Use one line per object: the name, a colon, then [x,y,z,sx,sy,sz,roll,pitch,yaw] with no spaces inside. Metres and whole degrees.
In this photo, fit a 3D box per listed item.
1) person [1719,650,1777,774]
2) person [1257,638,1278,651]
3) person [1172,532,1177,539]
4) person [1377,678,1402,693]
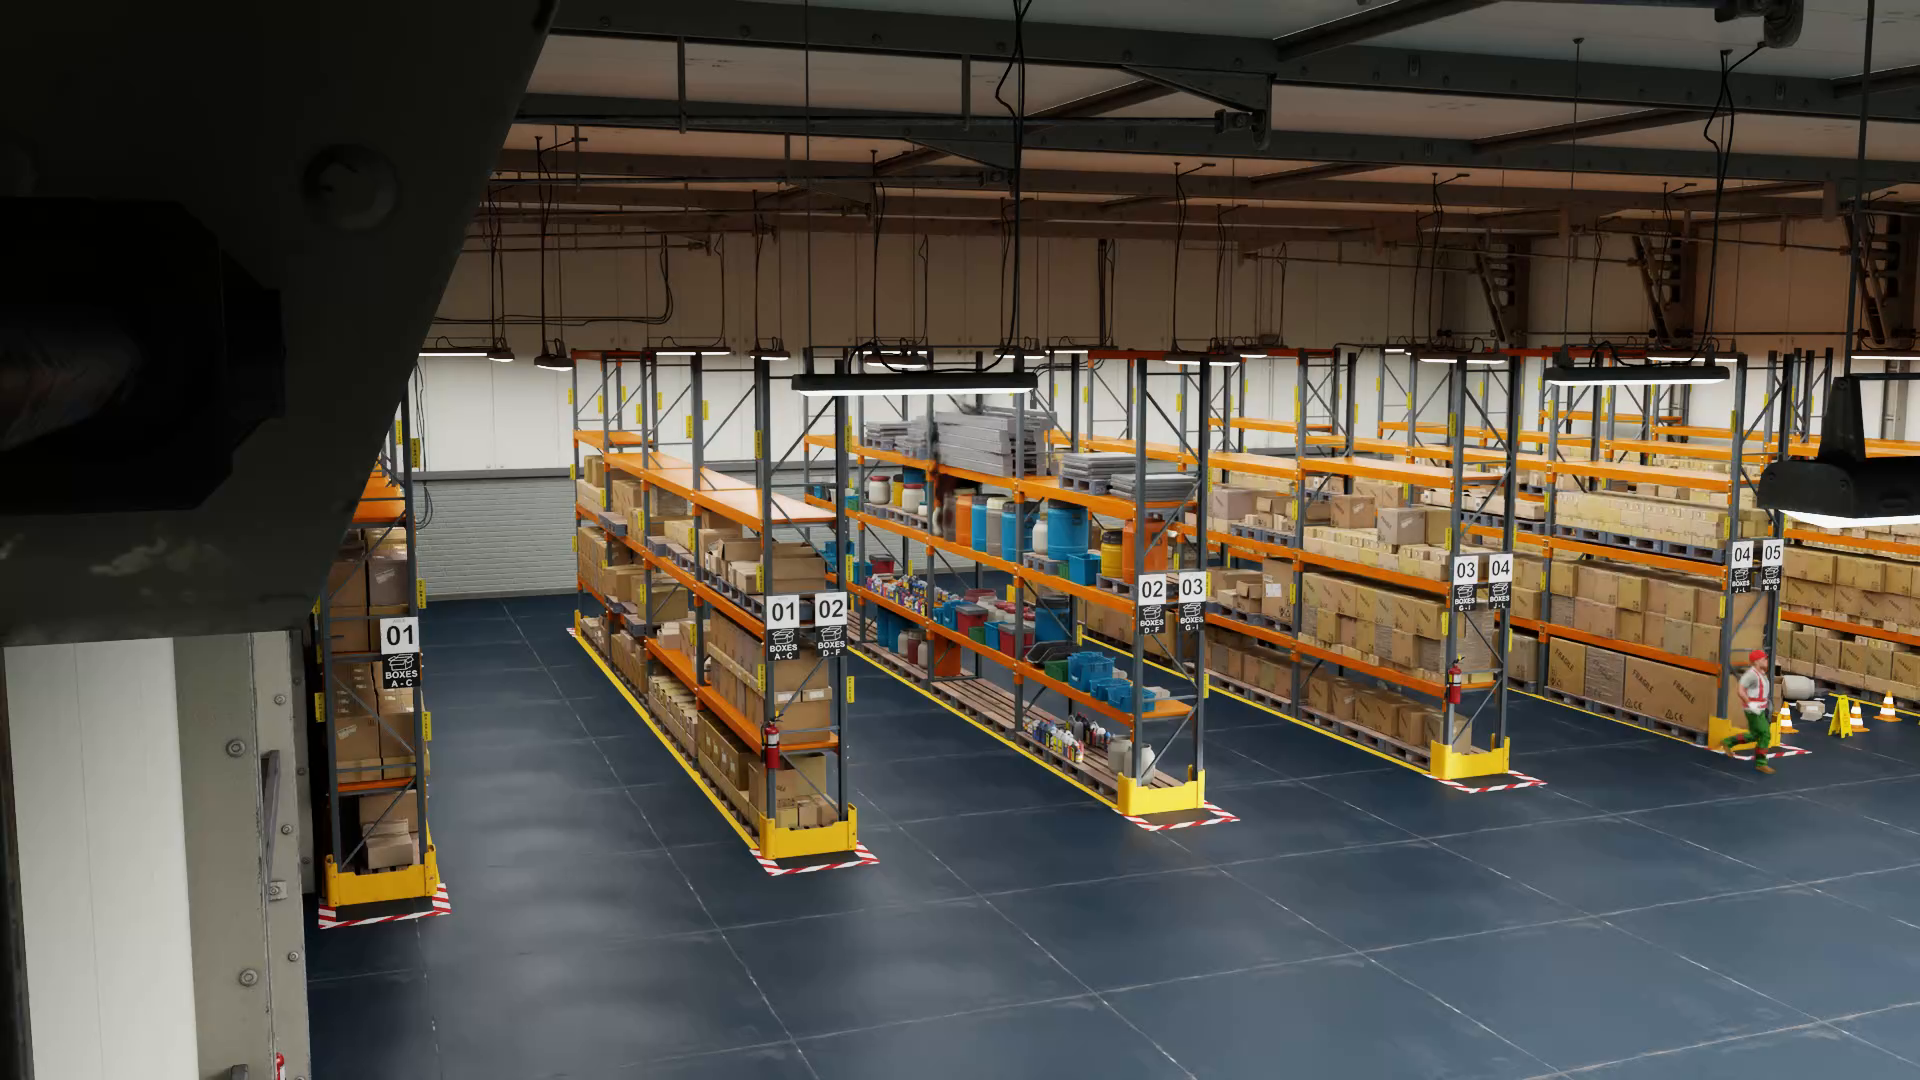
person: [11.501,2.468,24.198,0.829,1.774,0.684,6,9,38]
person: [6.030,1.438,32.443,0.692,1.811,0.789,-3,8,-21]
person: [5.002,0.660,38.851,0.698,1.703,0.639,-1,7,-11]
person: [7.761,1.930,29.312,0.643,1.538,0.919,-4,8,-32]
